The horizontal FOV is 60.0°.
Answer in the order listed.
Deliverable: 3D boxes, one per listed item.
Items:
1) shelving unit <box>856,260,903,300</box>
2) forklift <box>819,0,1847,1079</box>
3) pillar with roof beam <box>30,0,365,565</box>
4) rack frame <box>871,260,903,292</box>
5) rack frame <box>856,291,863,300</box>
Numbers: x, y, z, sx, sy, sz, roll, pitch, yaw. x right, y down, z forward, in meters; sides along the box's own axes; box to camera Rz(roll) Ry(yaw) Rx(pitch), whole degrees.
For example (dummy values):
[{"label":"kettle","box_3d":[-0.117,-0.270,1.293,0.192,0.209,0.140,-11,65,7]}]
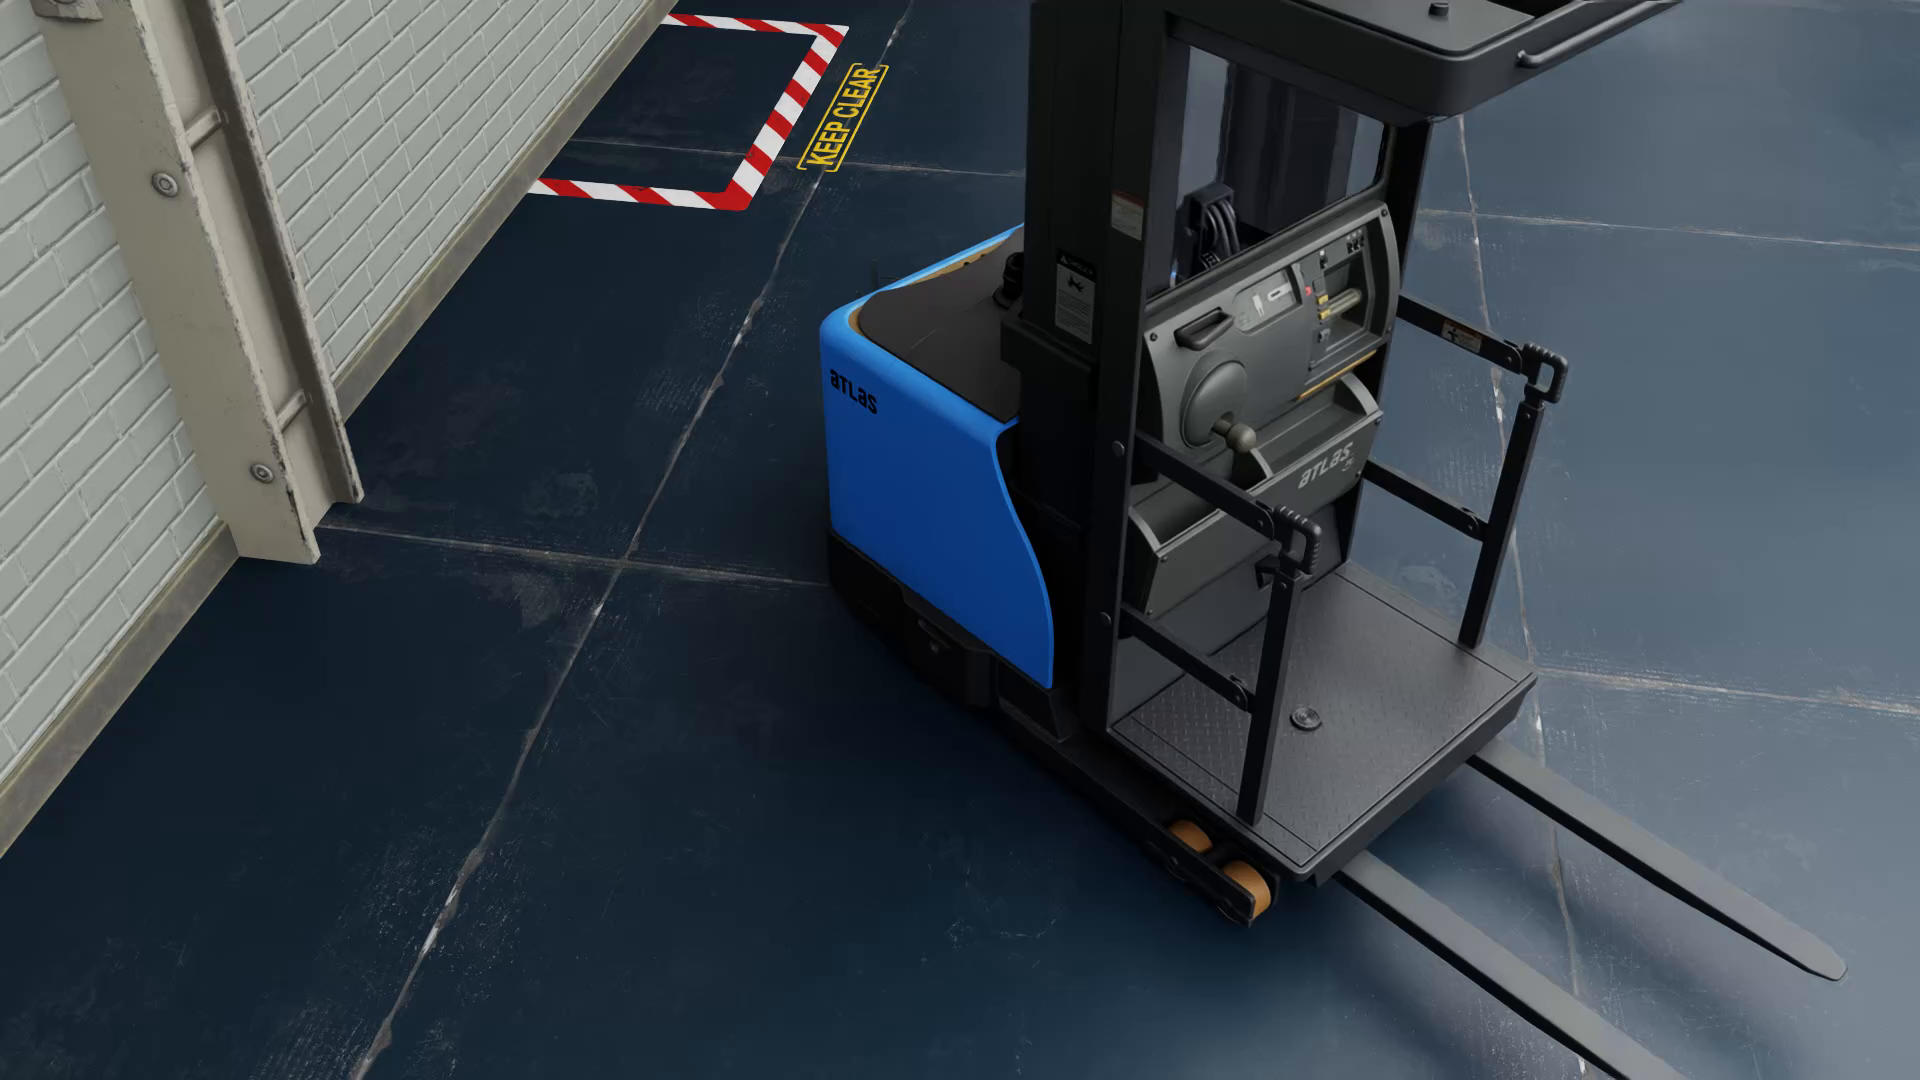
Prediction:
[{"label":"shelving unit","box_3d":[-0.192,-0.492,5.639,0.258,0.900,0.210,7,40,9]},{"label":"forklift","box_3d":[0.934,-0.468,4.015,1.130,2.935,3.031,-30,48,-31]},{"label":"pillar with roof beam","box_3d":[1.927,-3.051,2.378,9.100,9.000,0.400,6,40,8]},{"label":"rack frame","box_3d":[-0.172,-0.556,5.716,0.240,0.900,0.006,7,40,9]},{"label":"rack frame","box_3d":[-0.212,-0.429,5.562,0.240,0.900,0.006,7,40,9]}]
